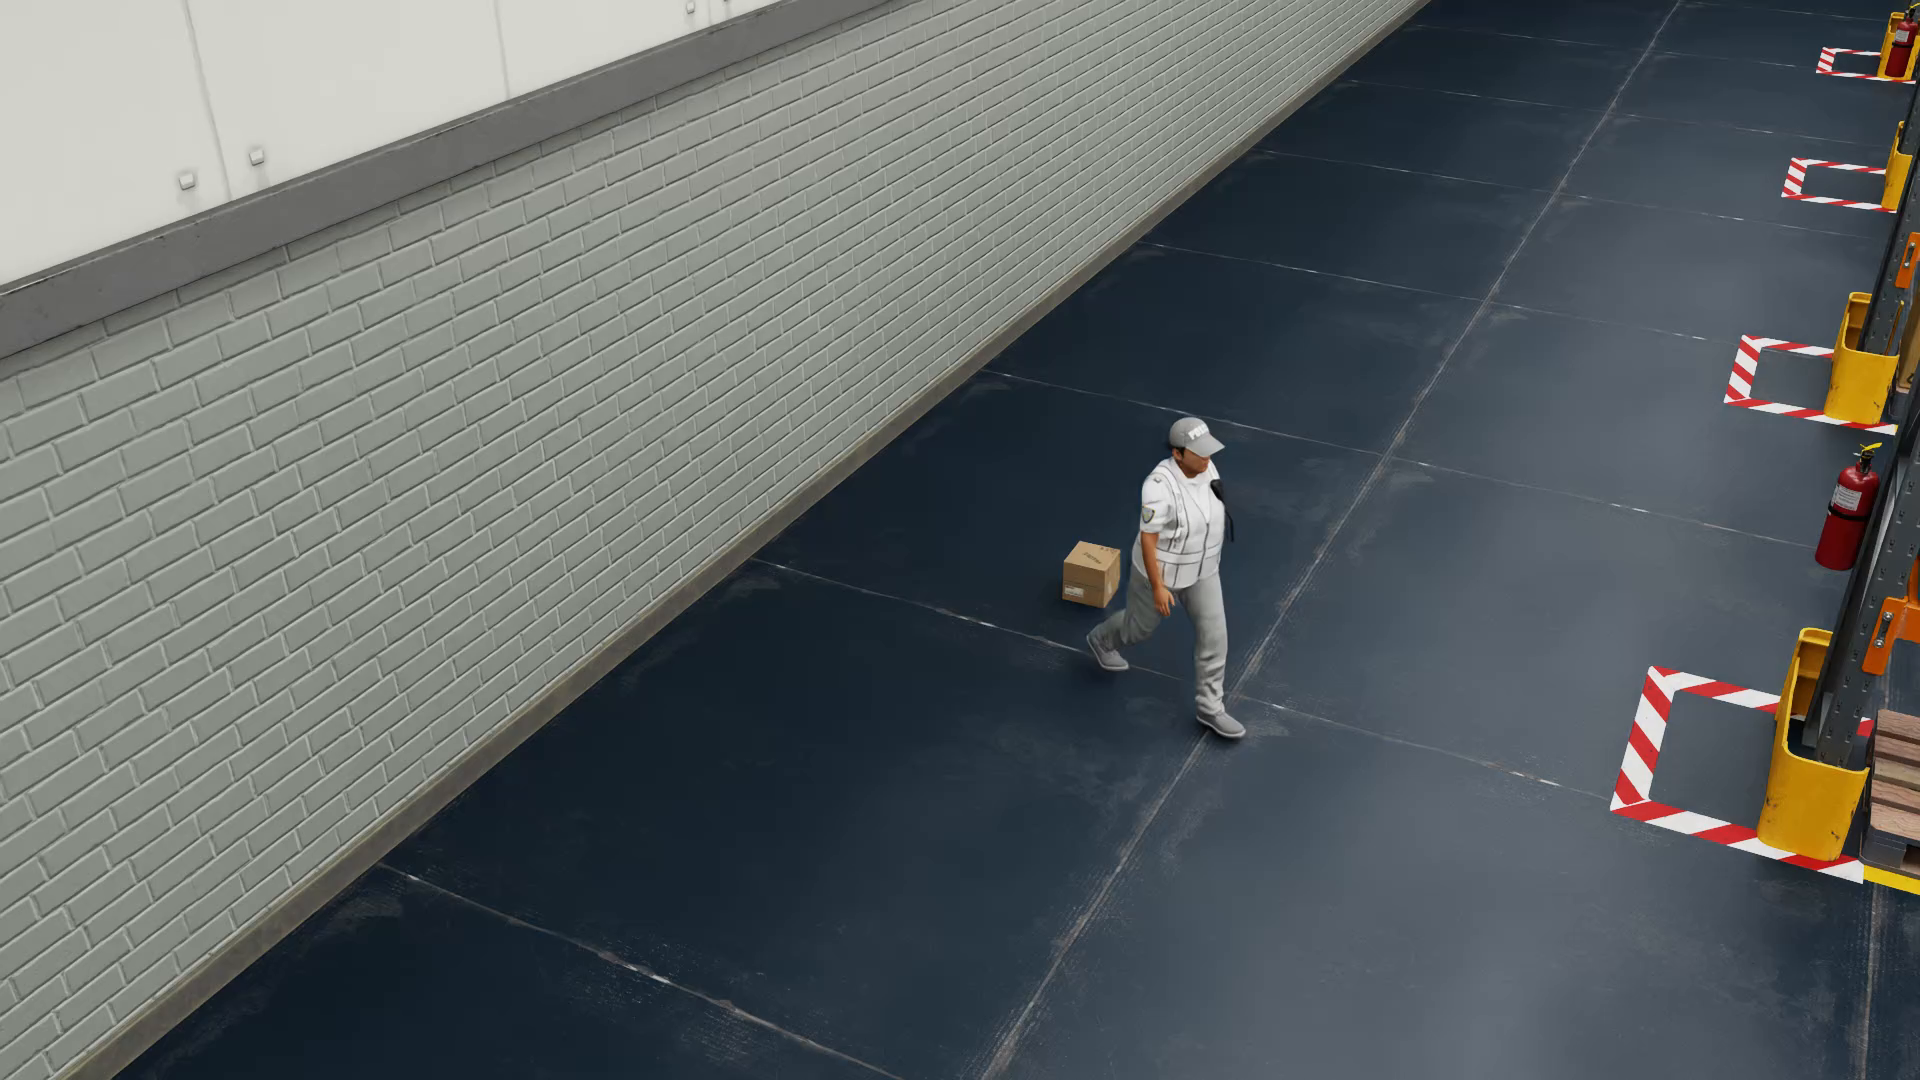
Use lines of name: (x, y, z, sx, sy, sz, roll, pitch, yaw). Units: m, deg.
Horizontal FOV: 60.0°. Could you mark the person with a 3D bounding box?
person: (1.035, 0.120, 8.086, 0.479, 1.616, 1.012, -18, 35, -27)
